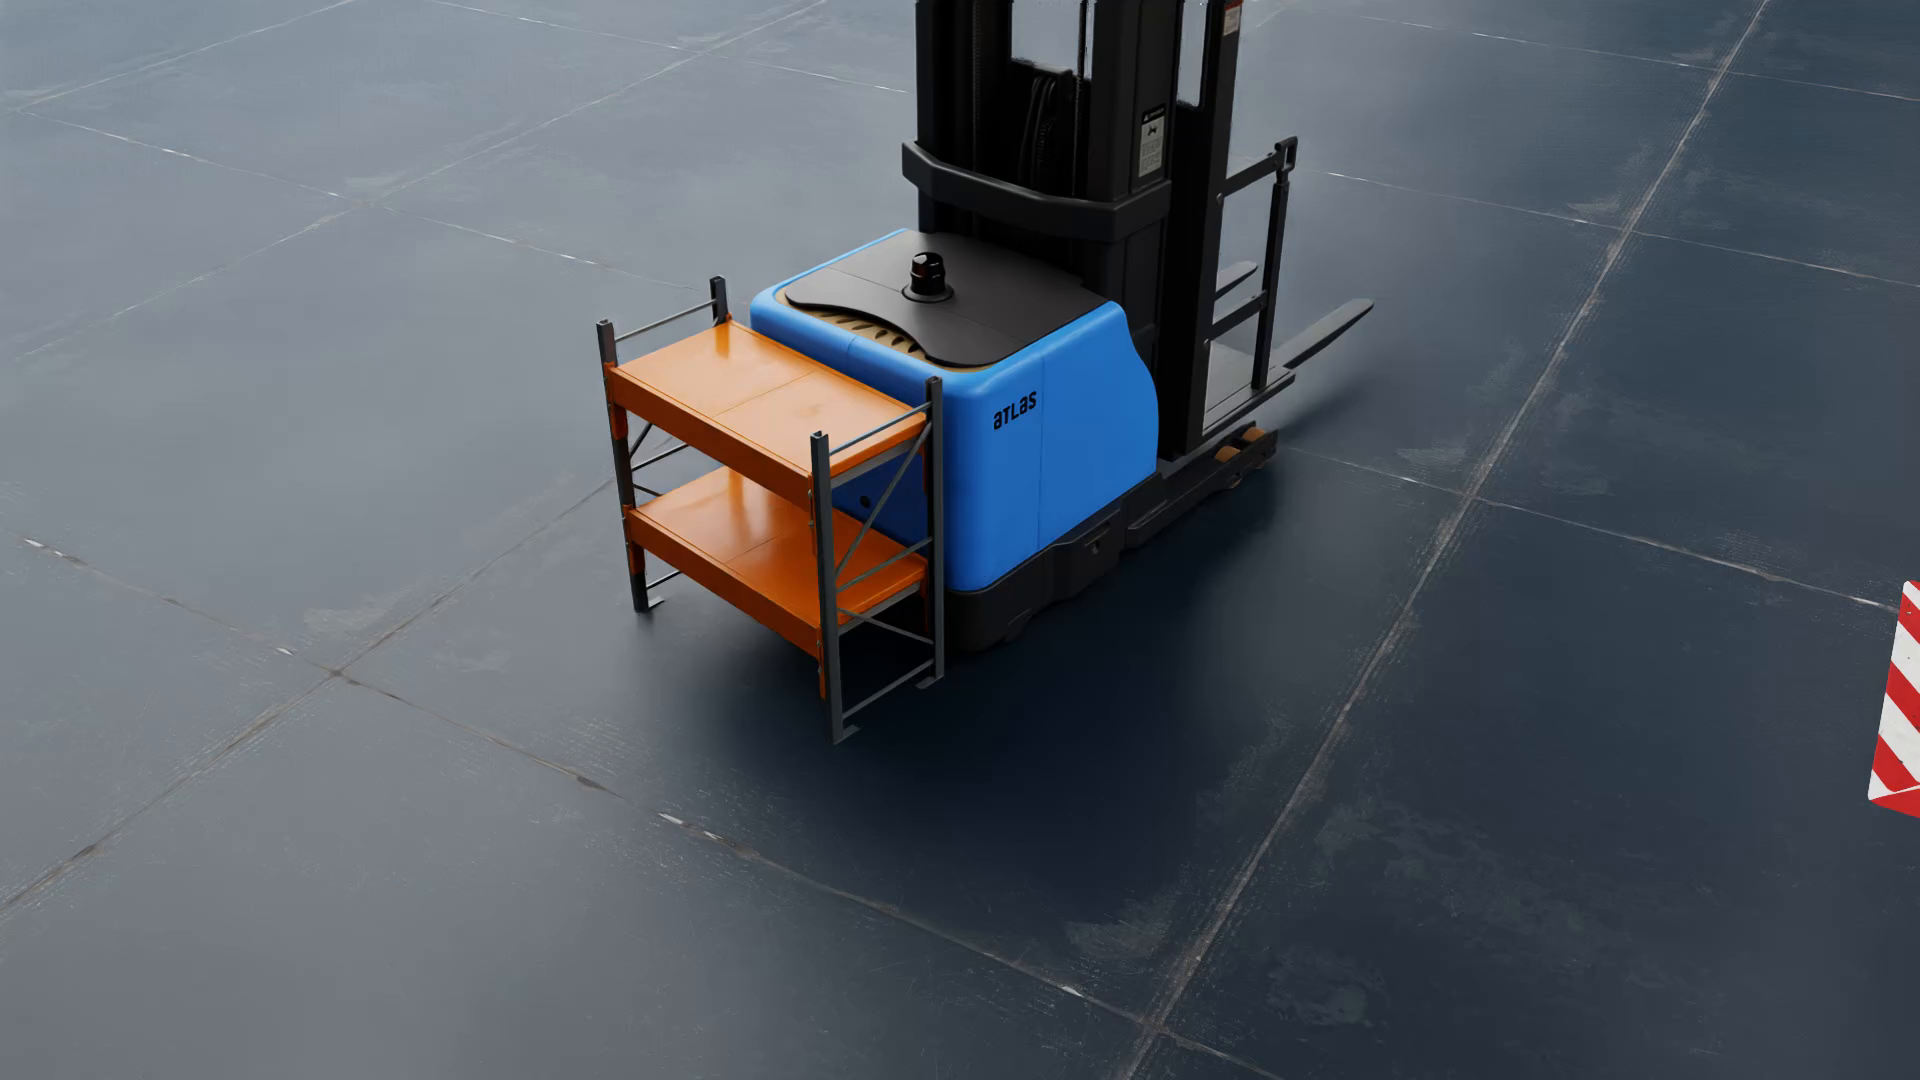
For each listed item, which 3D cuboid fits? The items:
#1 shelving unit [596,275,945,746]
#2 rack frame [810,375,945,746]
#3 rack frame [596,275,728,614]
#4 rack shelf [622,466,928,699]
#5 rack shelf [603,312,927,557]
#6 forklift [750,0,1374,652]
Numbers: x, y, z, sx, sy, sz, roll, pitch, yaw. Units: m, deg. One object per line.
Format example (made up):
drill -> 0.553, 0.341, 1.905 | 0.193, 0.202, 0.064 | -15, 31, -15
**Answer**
shelving unit -> -0.601, -0.116, 5.409 | 1.048, 1.125, 0.538 | 28, 43, 35
rack frame -> -0.237, 0.080, 5.114 | 0.032, 1.125, 0.500 | 28, 43, 35
rack frame -> -0.966, -0.312, 5.704 | 0.032, 1.125, 0.500 | 28, 43, 35
rack shelf -> -0.601, 0.088, 5.545 | 1.000, 0.278, 0.538 | 28, 43, 35
rack shelf -> -0.601, -0.360, 5.247 | 1.000, 0.278, 0.538 | 28, 43, 35
forklift -> 0.620, -1.586, 5.987 | 1.130, 2.935, 3.031 | 25, 41, 33
